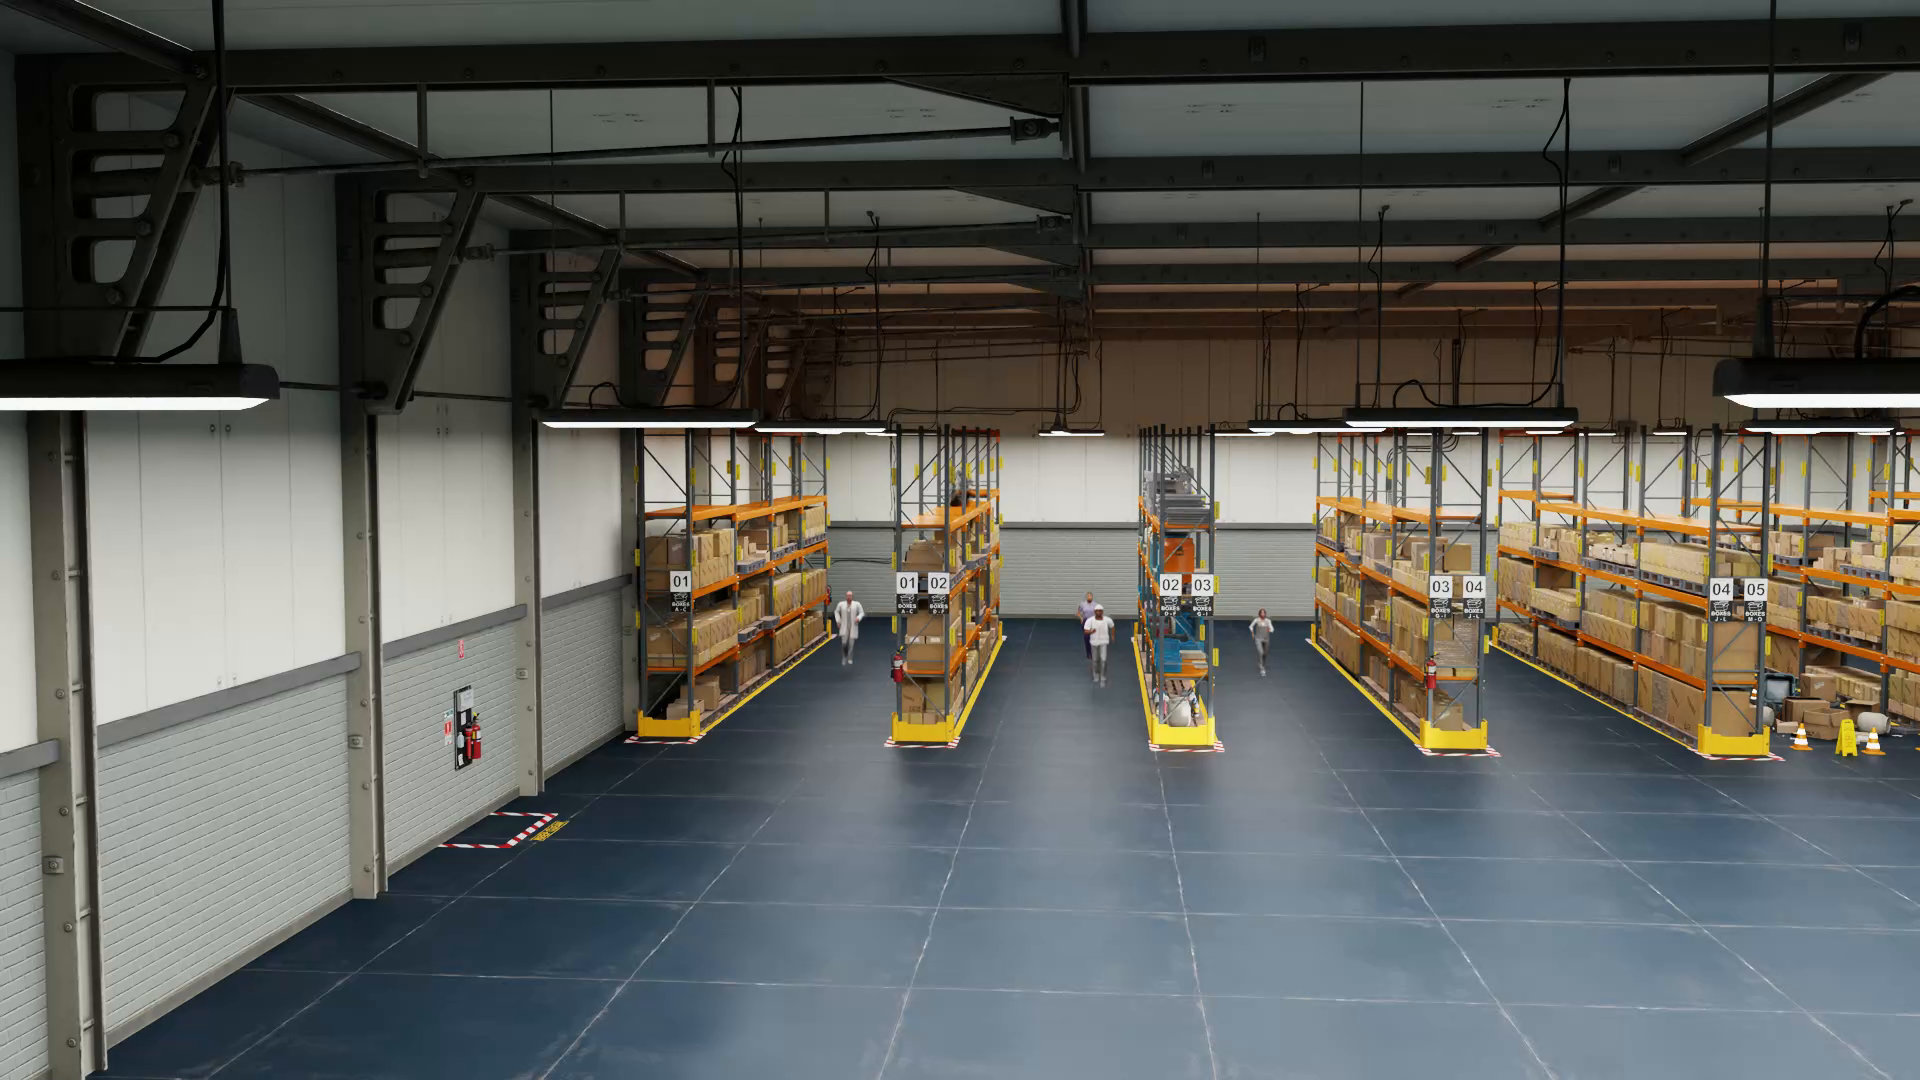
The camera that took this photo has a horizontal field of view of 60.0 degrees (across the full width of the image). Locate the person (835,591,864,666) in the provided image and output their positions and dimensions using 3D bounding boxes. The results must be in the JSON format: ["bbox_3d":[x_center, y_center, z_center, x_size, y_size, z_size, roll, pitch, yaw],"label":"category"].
[{"bbox_3d":[-2.659,2.136,40.002,0.717,1.795,0.644,0,3,-3],"label":"person"}]

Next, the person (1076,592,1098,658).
[{"bbox_3d":[3.206,2.118,41.358,0.614,1.646,0.532,0,3,1],"label":"person"}]

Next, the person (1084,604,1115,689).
[{"bbox_3d":[3.085,2.337,36.874,0.676,1.824,0.763,0,4,7],"label":"person"}]

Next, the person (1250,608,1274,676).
[{"bbox_3d":[7.325,2.451,40.328,0.537,1.585,0.893,0,3,-4],"label":"person"}]

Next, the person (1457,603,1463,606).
[{"bbox_3d":[13.517,2.200,44.777,0.623,1.643,0.669,0,3,6],"label":"person"}]
